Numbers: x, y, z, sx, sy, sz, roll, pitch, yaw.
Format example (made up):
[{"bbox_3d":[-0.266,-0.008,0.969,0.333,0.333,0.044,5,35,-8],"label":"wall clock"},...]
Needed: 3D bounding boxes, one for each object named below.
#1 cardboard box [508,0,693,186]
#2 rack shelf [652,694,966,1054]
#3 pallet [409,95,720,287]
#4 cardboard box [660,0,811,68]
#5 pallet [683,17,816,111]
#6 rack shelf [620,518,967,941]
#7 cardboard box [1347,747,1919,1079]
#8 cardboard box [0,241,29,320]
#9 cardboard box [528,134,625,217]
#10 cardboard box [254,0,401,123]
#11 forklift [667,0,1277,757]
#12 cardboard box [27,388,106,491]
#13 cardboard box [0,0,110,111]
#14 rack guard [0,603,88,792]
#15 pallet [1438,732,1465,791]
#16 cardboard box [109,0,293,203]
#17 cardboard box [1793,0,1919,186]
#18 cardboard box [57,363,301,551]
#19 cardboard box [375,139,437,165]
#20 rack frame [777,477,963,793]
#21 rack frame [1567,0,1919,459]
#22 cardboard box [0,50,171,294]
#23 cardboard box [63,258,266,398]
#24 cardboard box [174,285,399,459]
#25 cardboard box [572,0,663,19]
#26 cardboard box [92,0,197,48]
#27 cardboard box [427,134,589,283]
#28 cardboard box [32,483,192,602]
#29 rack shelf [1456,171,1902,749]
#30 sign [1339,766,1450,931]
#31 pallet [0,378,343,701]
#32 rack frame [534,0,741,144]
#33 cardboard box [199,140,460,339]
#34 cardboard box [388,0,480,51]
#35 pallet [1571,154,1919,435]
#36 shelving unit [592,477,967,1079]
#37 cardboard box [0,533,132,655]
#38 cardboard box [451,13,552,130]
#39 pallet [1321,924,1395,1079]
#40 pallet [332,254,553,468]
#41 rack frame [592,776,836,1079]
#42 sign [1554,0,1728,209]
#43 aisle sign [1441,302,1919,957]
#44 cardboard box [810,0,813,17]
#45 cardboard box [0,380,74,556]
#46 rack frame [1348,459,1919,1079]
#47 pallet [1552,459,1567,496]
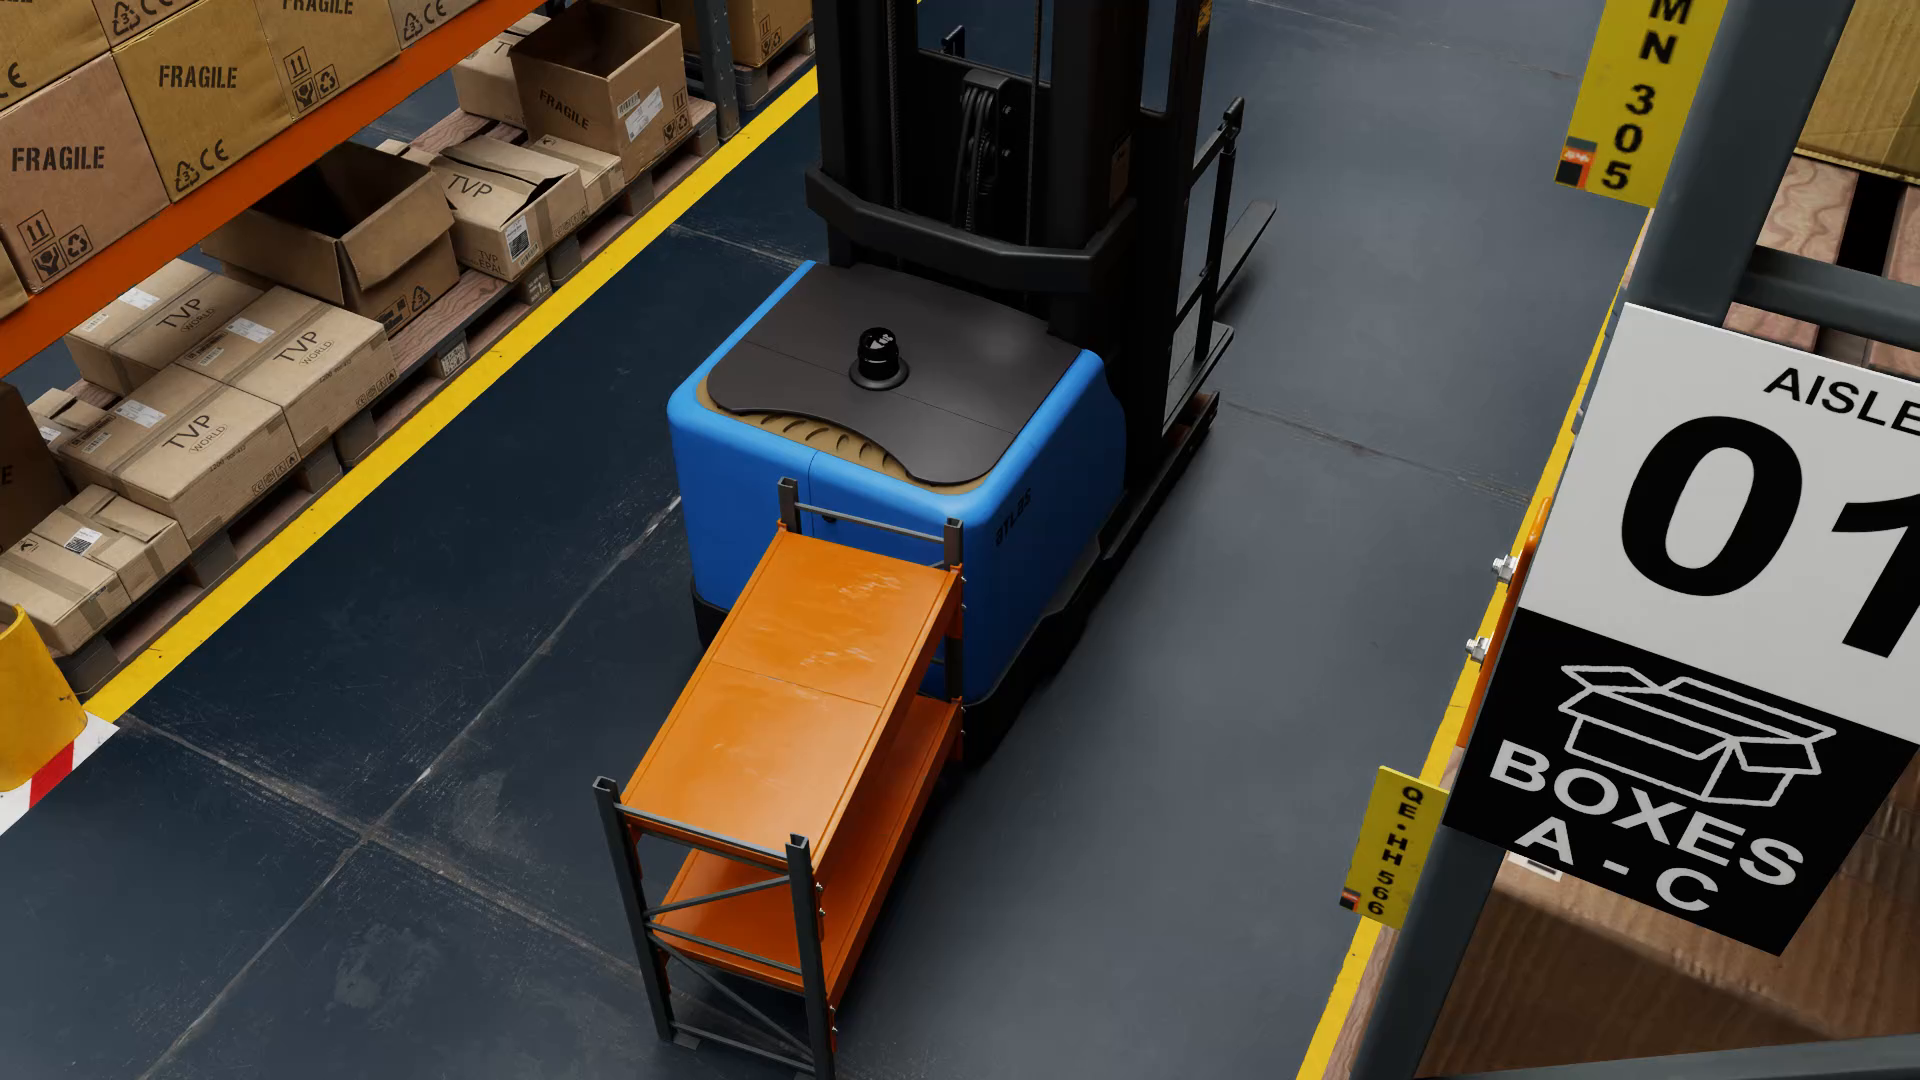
[{"bbox_3d":[-1.486,-1.876,6.943,0.500,0.500,0.500,20,49,19],"label":"cardboard box"},{"bbox_3d":[-0.398,0.811,4.501,0.538,0.278,1.000,14,47,13],"label":"rack shelf"},{"bbox_3d":[-1.792,-1.640,7.223,1.003,0.211,1.213,20,49,19],"label":"pallet"},{"bbox_3d":[-1.032,-2.553,7.612,0.500,0.500,0.500,18,48,17],"label":"cardboard box"},{"bbox_3d":[-1.128,-2.597,8.169,1.003,0.211,1.213,20,49,19],"label":"pallet"},{"bbox_3d":[-0.398,0.434,4.119,0.538,0.278,1.000,14,47,13],"label":"rack shelf"},{"bbox_3d":[1.288,0.670,2.768,0.980,0.700,0.700,23,50,21],"label":"cardboard box"},{"bbox_3d":[-2.890,-0.760,4.322,0.500,0.500,0.500,21,49,20],"label":"cardboard box"},{"bbox_3d":[-1.607,-1.496,6.815,0.380,0.149,0.250,20,49,19],"label":"cardboard box"},{"bbox_3d":[-2.186,-1.717,5.267,0.500,0.500,0.500,21,49,20],"label":"cardboard box"},{"bbox_3d":[0.294,-1.426,5.099,1.130,2.935,3.031,21,49,19],"label":"forklift"},{"bbox_3d":[-3.027,-0.341,5.660,0.380,0.166,0.250,20,49,19],"label":"cardboard box"},{"bbox_3d":[-2.654,-1.444,4.295,0.500,0.500,0.500,21,49,19],"label":"cardboard box"},{"bbox_3d":[-3.294,0.298,5.104,1.175,0.500,0.348,20,49,19],"label":"rack guard"},{"bbox_3d":[1.929,0.786,4.825,1.003,0.211,1.213,20,49,19],"label":"pallet"},{"bbox_3d":[-2.419,-1.402,4.957,0.500,0.500,0.500,20,49,19],"label":"cardboard box"},{"bbox_3d":[1.165,-0.633,1.897,0.500,0.250,0.500,22,49,20],"label":"cardboard box"},{"bbox_3d":[-2.594,-0.285,5.546,0.500,0.250,0.500,20,49,19],"label":"cardboard box"},{"bbox_3d":[-2.252,-1.470,6.777,0.380,0.166,0.250,20,49,19],"label":"cardboard box"},{"bbox_3d":[-0.233,0.298,4.665,0.500,1.125,0.032,14,47,13],"label":"rack frame"},{"bbox_3d":[1.060,-1.008,0.420,1.000,3.000,0.127,20,49,19],"label":"rack frame"},{"bbox_3d":[-2.655,-1.087,4.645,0.500,0.500,0.500,20,49,19],"label":"cardboard box"},{"bbox_3d":[-2.828,-0.733,5.990,0.500,0.250,0.500,20,49,19],"label":"cardboard box"},{"bbox_3d":[-2.361,-0.600,5.858,0.500,0.250,0.500,20,49,19],"label":"cardboard box"},{"bbox_3d":[-1.497,-2.734,7.791,0.500,0.500,0.500,20,49,19],"label":"cardboard box"},{"bbox_3d":[-2.417,-1.757,4.604,0.500,0.500,0.500,21,49,20],"label":"cardboard box"},{"bbox_3d":[-1.834,-1.337,6.544,0.500,0.311,0.500,20,49,19],"label":"cardboard box"},{"bbox_3d":[-2.715,0.001,5.323,0.380,0.166,0.250,20,49,19],"label":"cardboard box"},{"bbox_3d":[1.988,-0.961,2.988,1.077,0.370,4.000,20,49,19],"label":"rack shelf"},{"bbox_3d":[0.586,0.422,2.243,0.100,0.325,0.005,20,49,19],"label":"sign"},{"bbox_3d":[-2.925,-0.103,5.703,1.003,0.211,1.213,20,49,19],"label":"pallet"},{"bbox_3d":[-1.473,-3.053,6.658,1.000,3.000,0.127,20,49,19],"label":"rack frame"},{"bbox_3d":[-2.340,-1.144,6.218,0.797,0.503,0.637,20,49,19],"label":"cardboard box"},{"bbox_3d":[-1.952,-2.039,5.585,0.500,0.500,0.500,22,49,20],"label":"cardboard box"},{"bbox_3d":[1.395,-0.394,1.983,1.003,0.211,1.213,20,49,19],"label":"pallet"},{"bbox_3d":[-0.398,0.639,4.327,0.538,1.125,1.048,14,47,13],"label":"shelving unit"},{"bbox_3d":[-2.831,0.164,5.174,0.380,0.149,0.250,20,49,19],"label":"cardboard box"},{"bbox_3d":[-1.859,-2.069,7.267,0.500,0.311,0.500,20,49,19],"label":"cardboard box"},{"bbox_3d":[1.362,1.551,4.069,1.003,0.211,1.213,20,49,19],"label":"pallet"},{"bbox_3d":[-2.357,-0.869,6.460,1.003,0.211,1.213,20,49,19],"label":"pallet"},{"bbox_3d":[-0.563,0.981,3.989,0.500,1.125,0.032,14,47,13],"label":"rack frame"},{"bbox_3d":[0.586,-0.425,1.385,0.100,0.325,0.005,20,49,19],"label":"sign"},{"bbox_3d":[0.761,0.133,1.682,0.394,0.787,0.004,20,49,19],"label":"aisle sign"},{"bbox_3d":[-0.794,-2.893,7.948,0.500,0.500,0.500,21,49,20],"label":"cardboard box"},{"bbox_3d":[-3.295,-0.233,5.319,0.500,0.500,0.500,20,49,19],"label":"cardboard box"},{"bbox_3d":[1.060,1.100,2.553,1.000,3.000,0.127,20,49,19],"label":"rack frame"},{"bbox_3d":[2.495,0.014,5.588,1.003,0.211,1.213,20,49,19],"label":"pallet"}]
